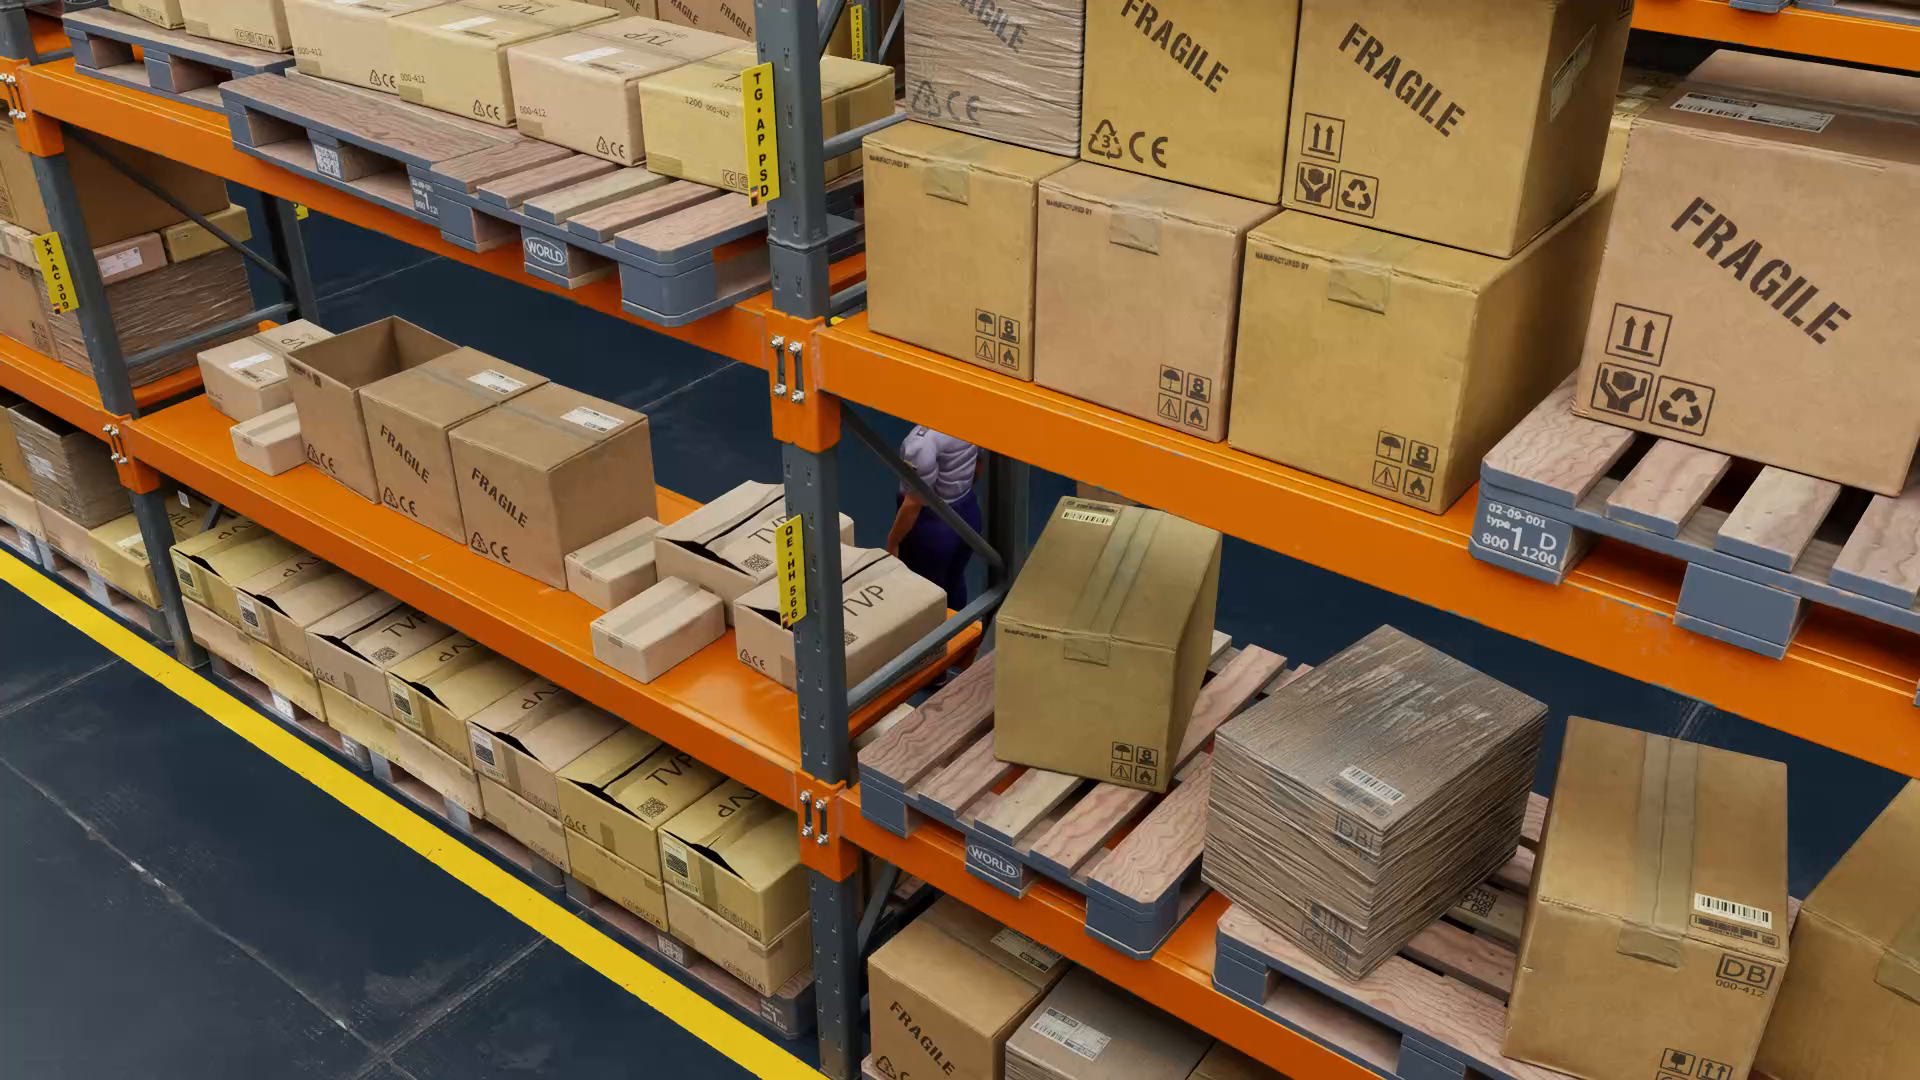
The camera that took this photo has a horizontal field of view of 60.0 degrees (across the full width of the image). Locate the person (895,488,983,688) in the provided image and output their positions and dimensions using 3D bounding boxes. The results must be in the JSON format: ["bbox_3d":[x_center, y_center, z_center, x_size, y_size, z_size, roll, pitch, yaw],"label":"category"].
[{"bbox_3d":[-0.158,0.146,7.484,0.461,1.032,0.525,21,37,31],"label":"person"}]
